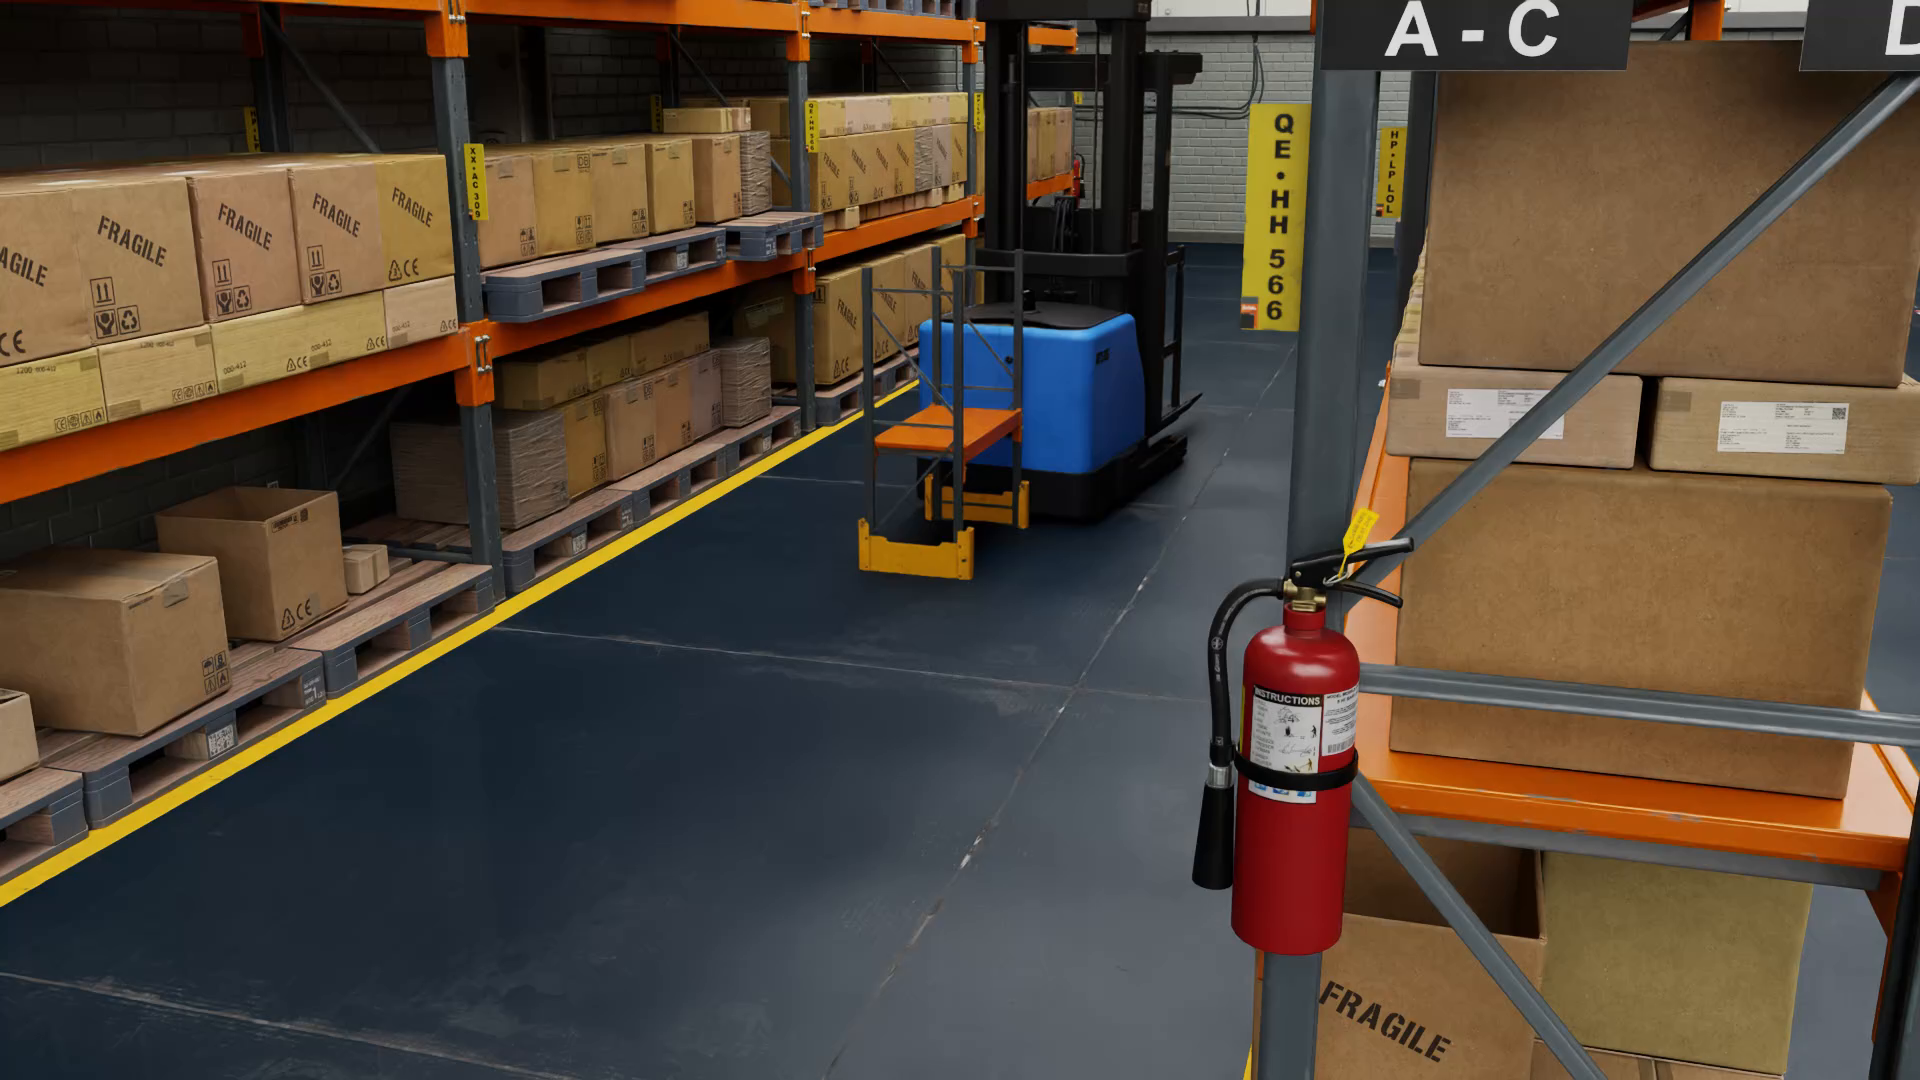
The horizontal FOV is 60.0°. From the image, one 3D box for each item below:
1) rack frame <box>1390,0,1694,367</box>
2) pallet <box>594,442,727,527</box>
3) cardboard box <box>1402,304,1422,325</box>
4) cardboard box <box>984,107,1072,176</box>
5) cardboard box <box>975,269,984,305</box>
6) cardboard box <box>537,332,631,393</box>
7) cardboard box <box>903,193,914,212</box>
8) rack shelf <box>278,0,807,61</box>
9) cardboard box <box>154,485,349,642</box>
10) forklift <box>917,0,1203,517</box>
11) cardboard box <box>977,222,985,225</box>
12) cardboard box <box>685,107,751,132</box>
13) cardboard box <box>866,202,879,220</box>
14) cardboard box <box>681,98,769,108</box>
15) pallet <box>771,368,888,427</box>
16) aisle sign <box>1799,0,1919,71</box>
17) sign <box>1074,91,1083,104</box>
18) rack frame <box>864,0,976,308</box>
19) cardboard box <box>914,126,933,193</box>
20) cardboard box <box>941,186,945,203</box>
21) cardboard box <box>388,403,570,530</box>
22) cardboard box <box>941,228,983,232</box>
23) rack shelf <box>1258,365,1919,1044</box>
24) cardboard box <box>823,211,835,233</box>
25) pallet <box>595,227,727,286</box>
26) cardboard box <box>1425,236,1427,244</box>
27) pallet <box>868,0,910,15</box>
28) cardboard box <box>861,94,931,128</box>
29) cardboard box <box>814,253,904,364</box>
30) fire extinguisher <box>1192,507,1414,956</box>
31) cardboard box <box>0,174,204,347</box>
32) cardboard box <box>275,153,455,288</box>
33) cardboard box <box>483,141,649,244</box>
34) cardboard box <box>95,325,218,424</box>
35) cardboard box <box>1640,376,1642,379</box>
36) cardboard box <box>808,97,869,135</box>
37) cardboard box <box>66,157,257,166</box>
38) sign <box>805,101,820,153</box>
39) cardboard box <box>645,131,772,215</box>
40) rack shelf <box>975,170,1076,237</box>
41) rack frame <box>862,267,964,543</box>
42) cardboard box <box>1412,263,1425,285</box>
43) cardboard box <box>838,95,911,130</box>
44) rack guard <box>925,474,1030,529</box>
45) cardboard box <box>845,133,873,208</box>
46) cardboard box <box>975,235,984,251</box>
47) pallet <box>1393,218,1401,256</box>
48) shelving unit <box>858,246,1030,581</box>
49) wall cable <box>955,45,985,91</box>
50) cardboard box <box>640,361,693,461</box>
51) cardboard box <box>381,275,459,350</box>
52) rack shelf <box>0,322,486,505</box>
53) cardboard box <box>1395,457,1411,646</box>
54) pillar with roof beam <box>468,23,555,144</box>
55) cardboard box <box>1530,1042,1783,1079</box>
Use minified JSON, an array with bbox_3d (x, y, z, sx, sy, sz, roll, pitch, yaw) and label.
[{"bbox_3d":[2.120,-0.798,6.146,1.000,3.000,0.127,5,16,16],"label":"rack frame"},{"bbox_3d":[-2.066,-0.364,9.725,1.003,0.211,1.213,5,16,16],"label":"pallet"},{"bbox_3d":[1.054,-0.362,3.236,0.380,0.149,0.250,4,16,15],"label":"cardboard box"},{"bbox_3d":[0.644,-4.331,18.051,0.980,0.700,0.700,5,17,18],"label":"cardboard box"},{"bbox_3d":[-0.047,-2.461,15.821,0.700,0.500,0.500,5,17,17],"label":"cardboard box"},{"bbox_3d":[-2.172,-0.997,9.247,0.500,0.250,0.500,4,16,14],"label":"cardboard box"},{"bbox_3d":[-0.585,-2.724,13.358,0.380,0.149,0.250,4,16,14],"label":"cardboard box"},{"bbox_3d":[-2.063,-2.801,9.030,1.077,0.370,4.000,5,16,16],"label":"rack shelf"},{"bbox_3d":[-2.887,0.084,6.809,0.500,0.500,0.500,3,16,12],"label":"cardboard box"},{"bbox_3d":[0.798,-1.891,10.126,1.130,2.935,3.031,7,17,22],"label":"forklift"},{"bbox_3d":[0.234,-3.225,17.324,0.380,0.149,0.250,5,17,17],"label":"cardboard box"},{"bbox_3d":[-1.563,-2.707,10.698,0.380,0.149,0.250,2,16,9],"label":"cardboard box"},{"bbox_3d":[-0.840,-2.523,12.653,0.380,0.149,0.250,5,17,17],"label":"cardboard box"},{"bbox_3d":[-1.614,-2.928,11.516,0.500,0.250,0.500,5,17,17],"label":"cardboard box"},{"bbox_3d":[-1.198,-1.087,12.273,1.003,0.211,1.213,5,16,16],"label":"pallet"},{"bbox_3d":[1.258,-0.961,1.957,0.394,0.787,0.004,5,16,16],"label":"aisle sign"},{"bbox_3d":[1.296,-4.946,18.214,0.100,0.325,0.005,5,16,16],"label":"sign"},{"bbox_3d":[-0.357,-3.274,14.876,1.000,3.000,0.127,5,16,16],"label":"rack frame"},{"bbox_3d":[-0.533,-3.070,13.390,0.500,0.500,0.500,5,16,16],"label":"cardboard box"},{"bbox_3d":[-0.348,-2.920,14.052,0.380,0.149,0.250,5,17,18],"label":"cardboard box"},{"bbox_3d":[-2.438,-0.384,8.461,0.700,0.500,0.500,5,17,18],"label":"cardboard box"},{"bbox_3d":[0.017,-3.024,16.616,0.380,0.149,0.250,5,17,16],"label":"cardboard box"},{"bbox_3d":[1.551,0.071,4.399,1.077,0.370,4.000,5,16,16],"label":"rack shelf"},{"bbox_3d":[-1.099,-2.250,11.688,0.380,0.149,0.250,5,17,17],"label":"cardboard box"},{"bbox_3d":[-2.017,-1.614,9.375,1.003,0.211,1.213,5,16,16],"label":"pallet"},{"bbox_3d":[1.495,-0.765,4.659,0.380,0.149,0.250,4,16,14],"label":"cardboard box"},{"bbox_3d":[-1.047,-4.045,12.443,1.003,0.211,1.213,5,17,18],"label":"pallet"},{"bbox_3d":[-0.544,-3.427,13.276,0.500,0.250,0.500,5,17,17],"label":"cardboard box"},{"bbox_3d":[-0.904,-1.806,12.871,0.750,0.750,0.750,5,16,16],"label":"cardboard box"},{"bbox_3d":[0.504,0.281,2.485,0.296,0.674,0.183,5,16,16],"label":"fire extinguisher"},{"bbox_3d":[-2.906,-0.934,5.488,0.500,0.500,0.500,5,17,18],"label":"cardboard box"},{"bbox_3d":[-2.469,-1.332,6.891,0.500,0.500,0.500,5,16,16],"label":"cardboard box"},{"bbox_3d":[-2.131,-1.892,9.013,0.700,0.500,0.500,7,17,24],"label":"cardboard box"},{"bbox_3d":[-2.894,-0.577,5.605,0.500,0.250,0.500,5,17,16],"label":"cardboard box"},{"bbox_3d":[1.373,-0.267,2.901,0.380,0.149,0.250,4,16,14],"label":"cardboard box"},{"bbox_3d":[-0.966,-3.029,11.871,0.500,0.250,0.500,4,16,15],"label":"cardboard box"},{"bbox_3d":[-3.115,-1.238,6.560,0.500,0.500,0.500,5,16,16],"label":"cardboard box"},{"bbox_3d":[-0.971,-2.707,10.899,0.100,0.325,0.005,5,16,16],"label":"sign"},{"bbox_3d":[-1.618,-2.364,10.676,0.700,0.500,0.500,3,16,9],"label":"cardboard box"},{"bbox_3d":[0.211,-3.451,16.819,1.077,0.370,4.000,5,16,16],"label":"rack shelf"},{"bbox_3d":[-0.225,-0.552,8.027,0.500,1.500,0.032,5,17,17],"label":"rack frame"},{"bbox_3d":[1.275,-0.565,3.953,0.380,0.149,0.250,5,17,17],"label":"cardboard box"},{"bbox_3d":[-0.689,-3.294,12.806,0.500,0.250,0.500,4,16,15],"label":"cardboard box"},{"bbox_3d":[0.092,-0.214,9.126,0.587,0.250,0.087,5,17,17],"label":"rack guard"},{"bbox_3d":[-0.953,-2.672,11.988,0.500,0.500,0.500,5,17,18],"label":"cardboard box"},{"bbox_3d":[0.226,-2.849,15.999,0.380,0.149,0.250,5,17,18],"label":"cardboard box"},{"bbox_3d":[3.382,-1.935,10.506,1.213,0.211,1.003,5,16,16],"label":"pallet"},{"bbox_3d":[-0.063,-0.686,8.500,0.587,1.500,1.083,5,17,17],"label":"shelving unit"},{"bbox_3d":[0.236,-5.218,19.866,0.084,1.984,1.851,5,16,16],"label":"wall cable"},{"bbox_3d":[-2.021,-0.786,9.880,0.700,0.500,0.500,5,16,16],"label":"cardboard box"},{"bbox_3d":[-2.475,-0.971,6.995,0.500,0.250,0.500,5,16,16],"label":"cardboard box"},{"bbox_3d":[-3.199,-0.312,5.750,1.077,0.370,4.000,5,16,16],"label":"rack shelf"},{"bbox_3d":[1.272,-0.059,3.355,0.700,0.500,0.500,5,17,17],"label":"cardboard box"},{"bbox_3d":[1.435,-4.507,8.228,9.100,9.000,0.400,5,16,16],"label":"pillar with roof beam"},{"bbox_3d":[1.349,1.246,3.208,0.500,0.250,0.500,5,16,16],"label":"cardboard box"}]
